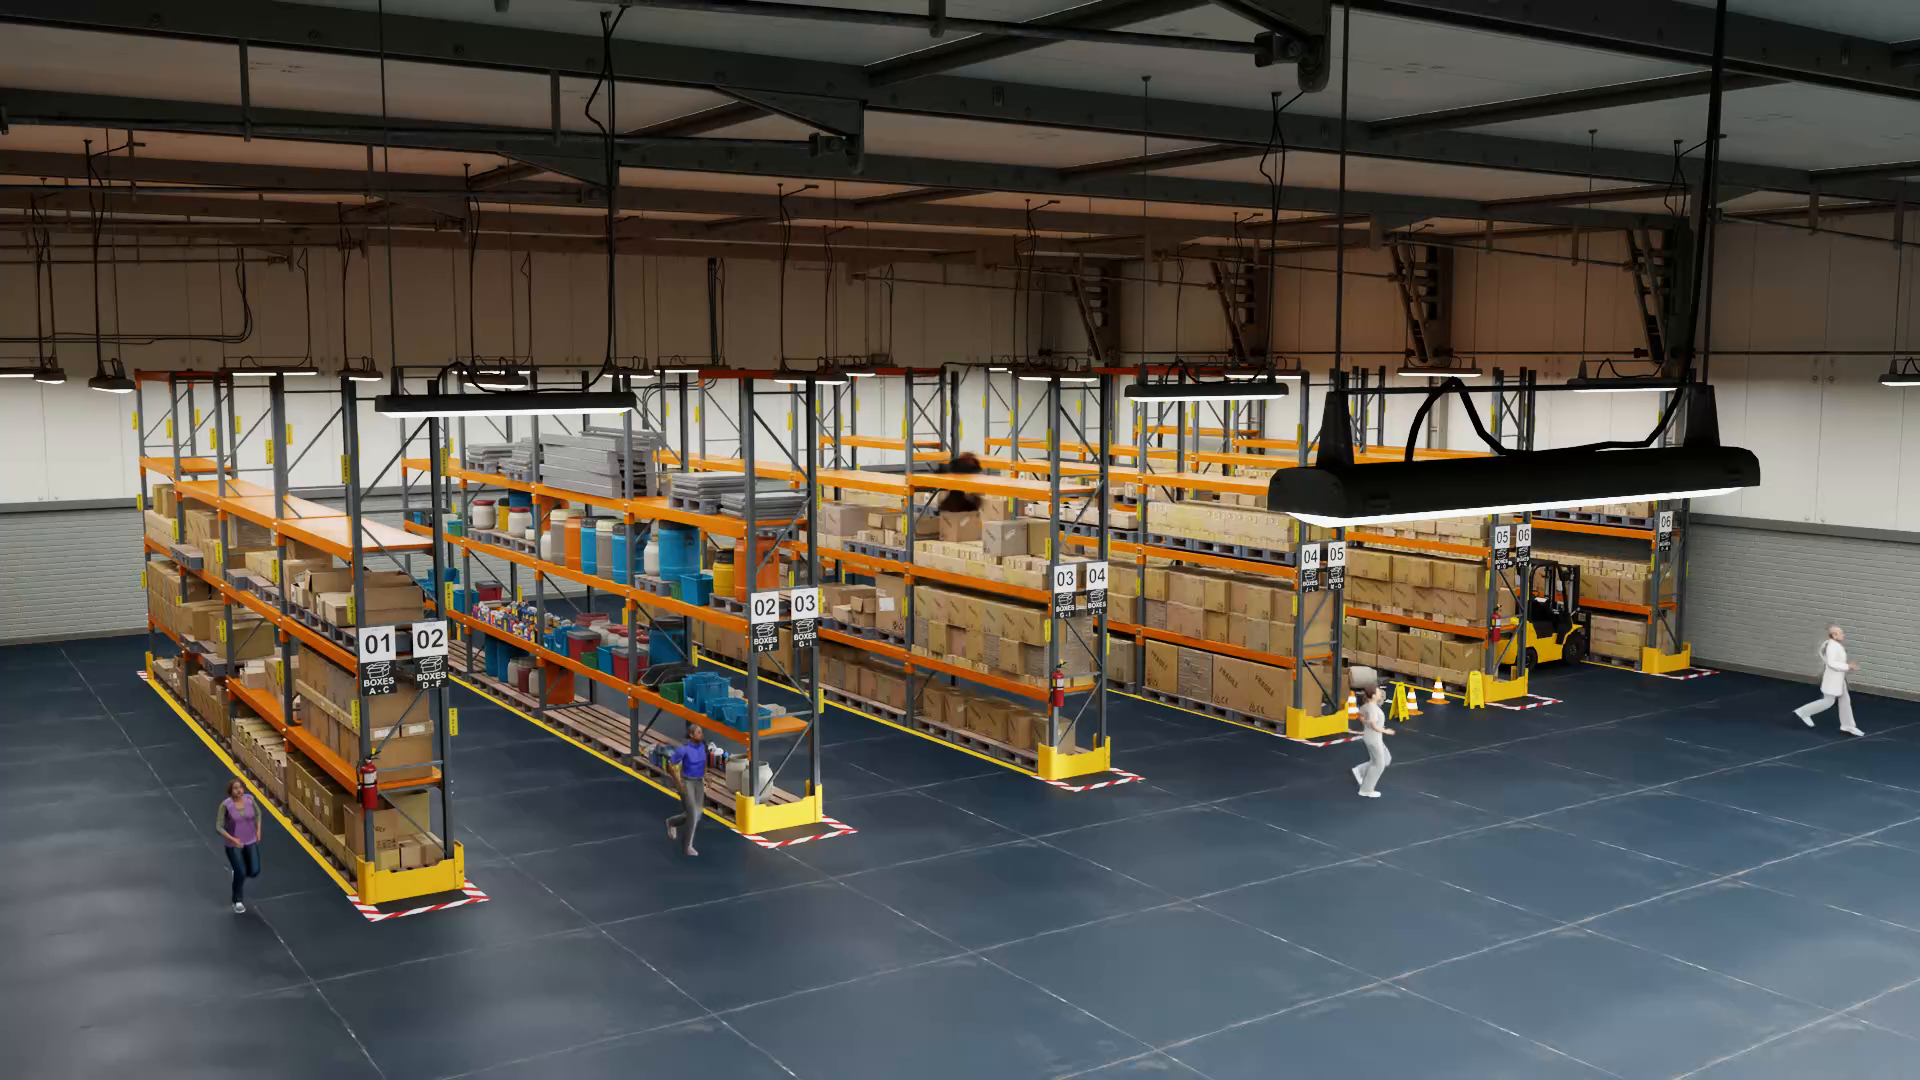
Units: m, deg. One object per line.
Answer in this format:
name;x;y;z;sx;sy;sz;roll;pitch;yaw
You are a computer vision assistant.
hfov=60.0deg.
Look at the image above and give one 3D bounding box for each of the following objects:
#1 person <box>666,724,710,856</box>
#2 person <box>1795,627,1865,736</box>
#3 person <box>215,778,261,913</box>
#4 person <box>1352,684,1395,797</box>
person;-3.475;3.160;21.277;0.672;1.624;0.617;4;8;35
person;14.496;2.327;27.636;1.046;1.792;0.709;4;8;34
person;-8.153;3.447;18.850;0.549;1.564;0.611;-6;9;-43
person;5.904;2.855;23.713;0.562;1.631;0.561;1;6;5
